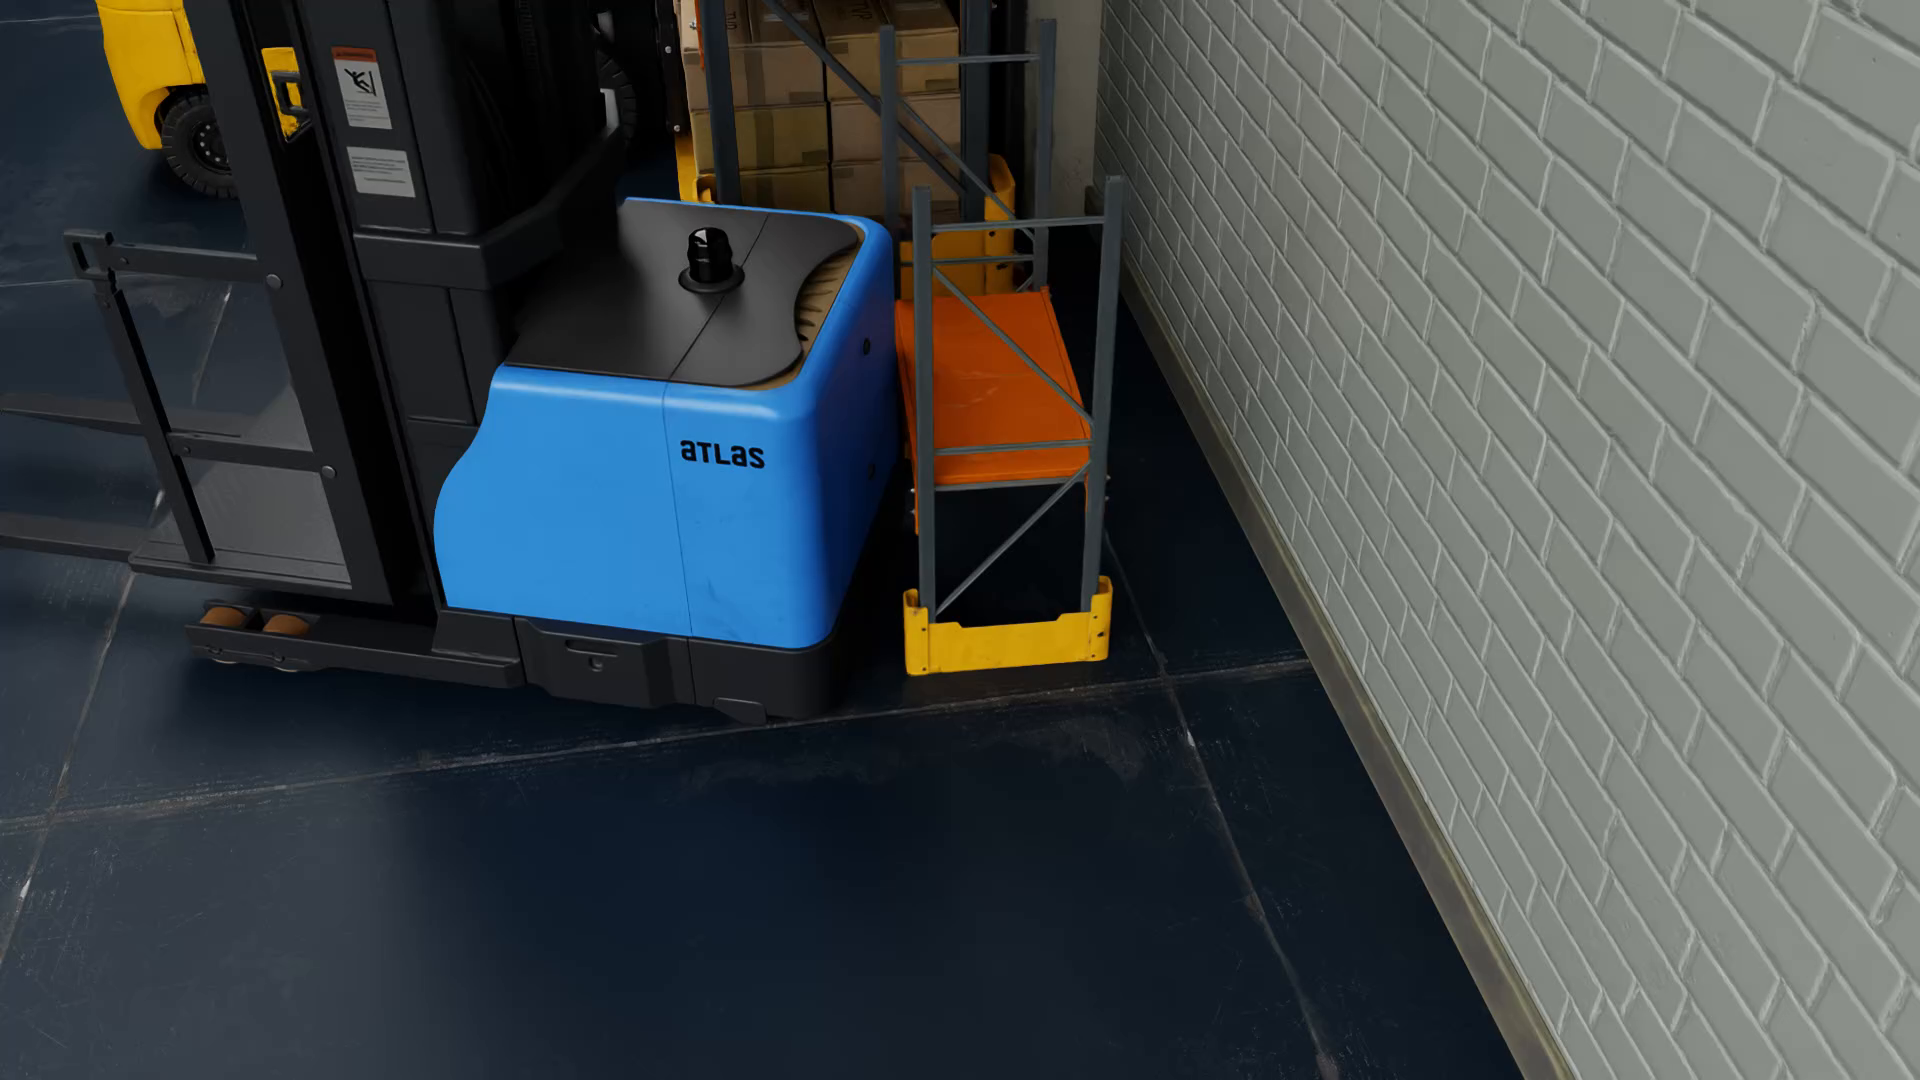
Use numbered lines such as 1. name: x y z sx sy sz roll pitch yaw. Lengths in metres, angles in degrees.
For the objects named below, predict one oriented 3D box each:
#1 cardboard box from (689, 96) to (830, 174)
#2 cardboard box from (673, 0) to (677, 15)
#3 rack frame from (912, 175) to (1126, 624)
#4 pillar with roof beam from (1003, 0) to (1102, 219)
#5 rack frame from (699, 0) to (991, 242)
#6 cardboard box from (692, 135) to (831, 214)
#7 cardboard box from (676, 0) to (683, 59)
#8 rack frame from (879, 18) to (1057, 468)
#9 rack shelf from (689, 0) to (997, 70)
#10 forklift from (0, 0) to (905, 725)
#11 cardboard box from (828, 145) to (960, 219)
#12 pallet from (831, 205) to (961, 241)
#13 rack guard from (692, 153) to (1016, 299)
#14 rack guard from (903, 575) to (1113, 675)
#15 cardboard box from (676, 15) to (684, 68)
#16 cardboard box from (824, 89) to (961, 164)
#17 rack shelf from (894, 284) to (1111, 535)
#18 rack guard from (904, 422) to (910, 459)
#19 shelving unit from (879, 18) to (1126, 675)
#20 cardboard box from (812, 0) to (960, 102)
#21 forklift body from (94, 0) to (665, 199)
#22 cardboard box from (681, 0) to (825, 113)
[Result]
1. cardboard box: -0.788 -1.657 6.429 0.500 0.250 0.500 -7 38 -9
2. cardboard box: -0.977 -2.450 7.042 0.500 0.250 0.500 -6 38 -7
3. rack frame: 0.137 -0.239 4.335 0.500 1.500 0.032 -4 38 -5
4. pillar with roof beam: -3.868 -4.542 3.762 9.100 9.000 0.400 -6 38 -8
5. rack frame: -0.395 -2.119 5.532 1.000 3.000 0.127 -6 38 -8
6. cardboard box: -0.789 -1.449 6.568 0.500 0.250 0.500 -6 38 -8
7. cardboard box: -0.878 -2.146 6.651 0.500 0.250 0.500 -6 38 -7
8. rack frame: 0.022 -0.859 5.133 0.500 1.500 0.032 -4 38 -5
9. rack shelf: -0.746 -3.043 7.308 1.077 0.370 4.000 -6 38 -8
10. forklift: -1.742 -1.090 4.264 3.031 2.935 1.130 6 38 8
11. cardboard box: -0.289 -1.516 6.656 0.500 0.250 0.500 -6 38 -8
12. pallet: -0.571 -1.475 6.976 1.003 0.211 1.213 -6 38 -8
13. rack guard: -0.391 -1.117 6.280 1.175 0.500 0.348 -6 38 -8
14. rack guard: 0.135 0.243 4.734 0.587 0.250 0.087 -4 38 -5
15. cardboard box: -0.977 -2.270 7.219 0.500 0.250 0.500 -7 38 -9
16. cardboard box: -0.273 -1.702 6.488 0.500 0.250 0.500 -6 38 -7
17. rack shelf: 0.080 -0.407 4.844 0.538 0.185 1.000 -4 38 -5
18. rack guard: 0.022 -0.364 5.515 0.587 0.250 0.087 -4 38 -5
19. shelving unit: 0.079 -0.554 4.741 0.587 1.500 1.083 -4 38 -5
20. cardboard box: -0.293 -1.904 6.340 0.500 0.250 0.500 -7 38 -9
21. forklift body: -2.524 -2.733 7.014 2.313 2.155 1.214 -6 38 -8
22. cardboard box: -0.783 -1.838 6.255 0.500 0.250 0.500 -5 38 -6
